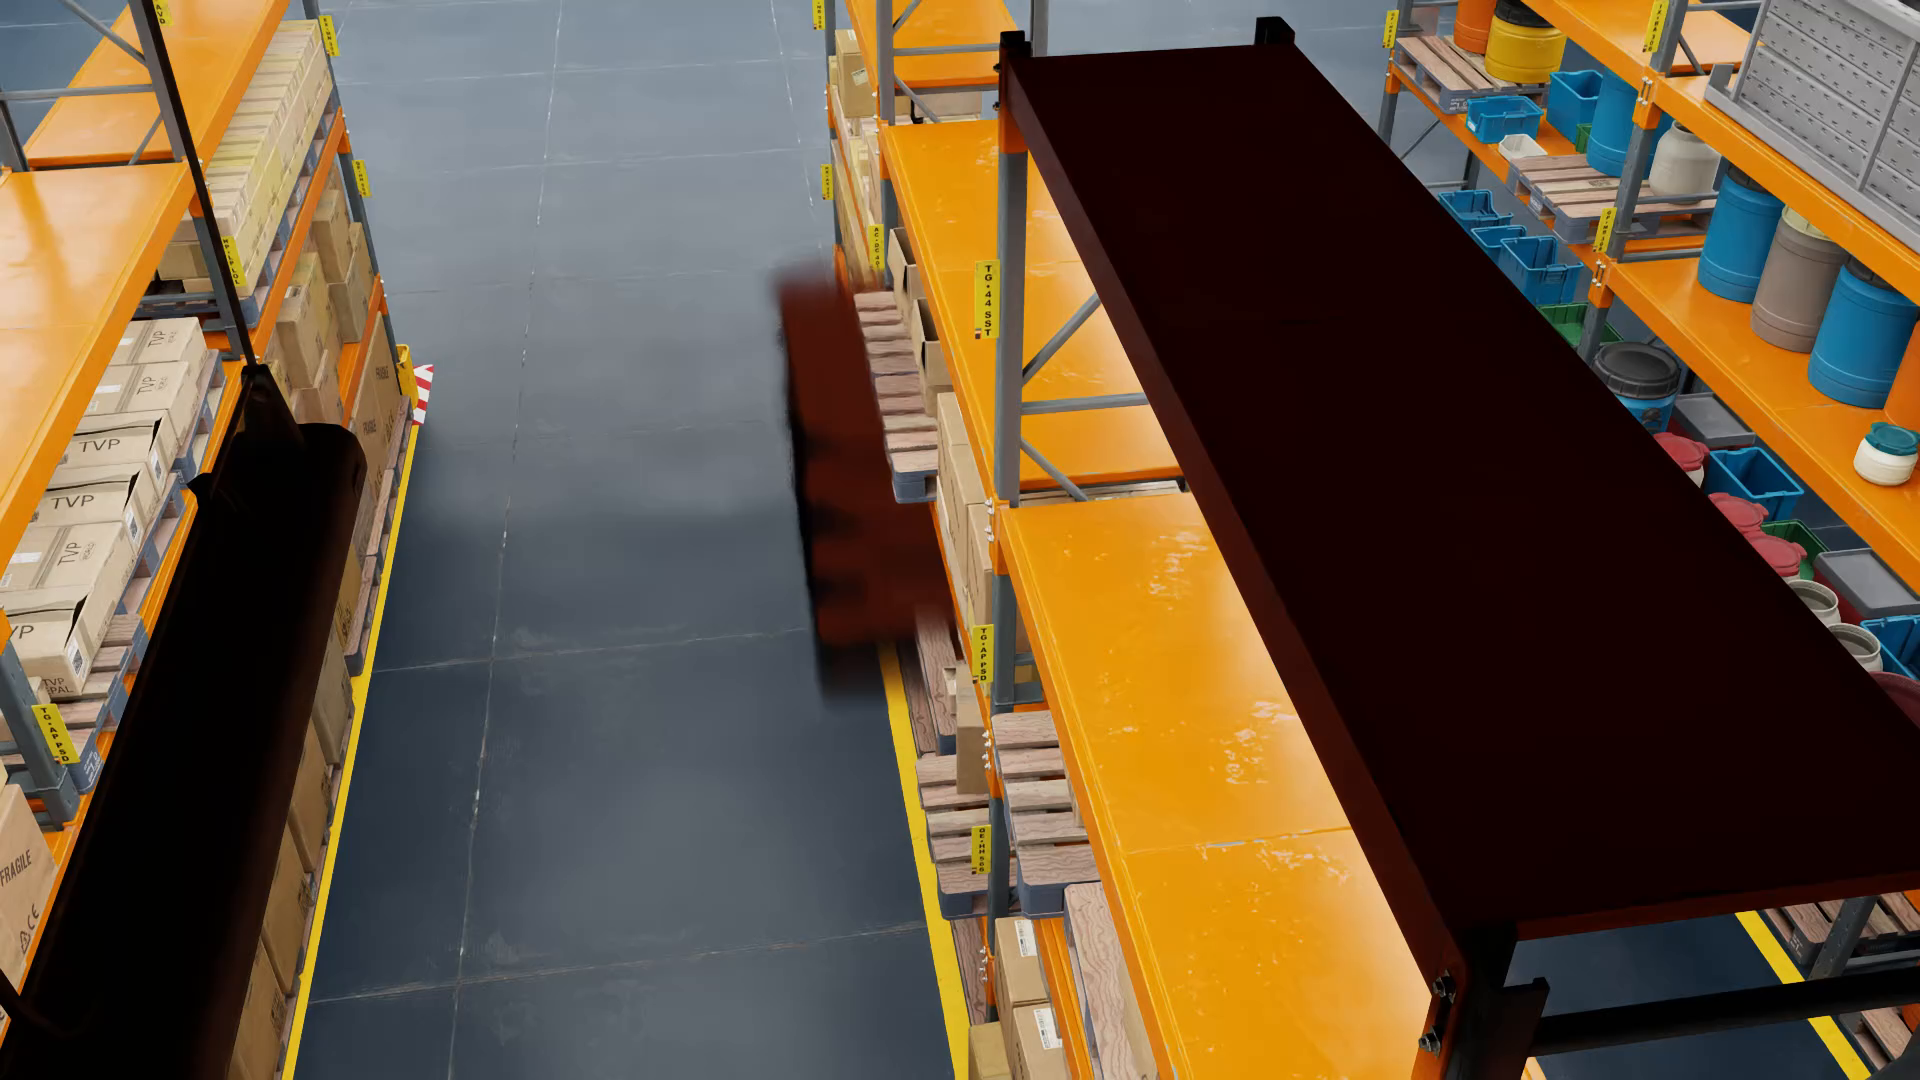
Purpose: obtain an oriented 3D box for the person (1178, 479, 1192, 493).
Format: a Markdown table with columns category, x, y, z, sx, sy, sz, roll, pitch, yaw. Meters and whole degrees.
| category | x | y | z | sx | sy | sz | roll | pitch | yaw |
| --- | --- | --- | --- | --- | --- | --- | --- | --- | --- |
| person | 1.827 | -0.233 | 11.778 | 0.588 | 1.756 | 0.540 | 0 | 36 | 0 |
